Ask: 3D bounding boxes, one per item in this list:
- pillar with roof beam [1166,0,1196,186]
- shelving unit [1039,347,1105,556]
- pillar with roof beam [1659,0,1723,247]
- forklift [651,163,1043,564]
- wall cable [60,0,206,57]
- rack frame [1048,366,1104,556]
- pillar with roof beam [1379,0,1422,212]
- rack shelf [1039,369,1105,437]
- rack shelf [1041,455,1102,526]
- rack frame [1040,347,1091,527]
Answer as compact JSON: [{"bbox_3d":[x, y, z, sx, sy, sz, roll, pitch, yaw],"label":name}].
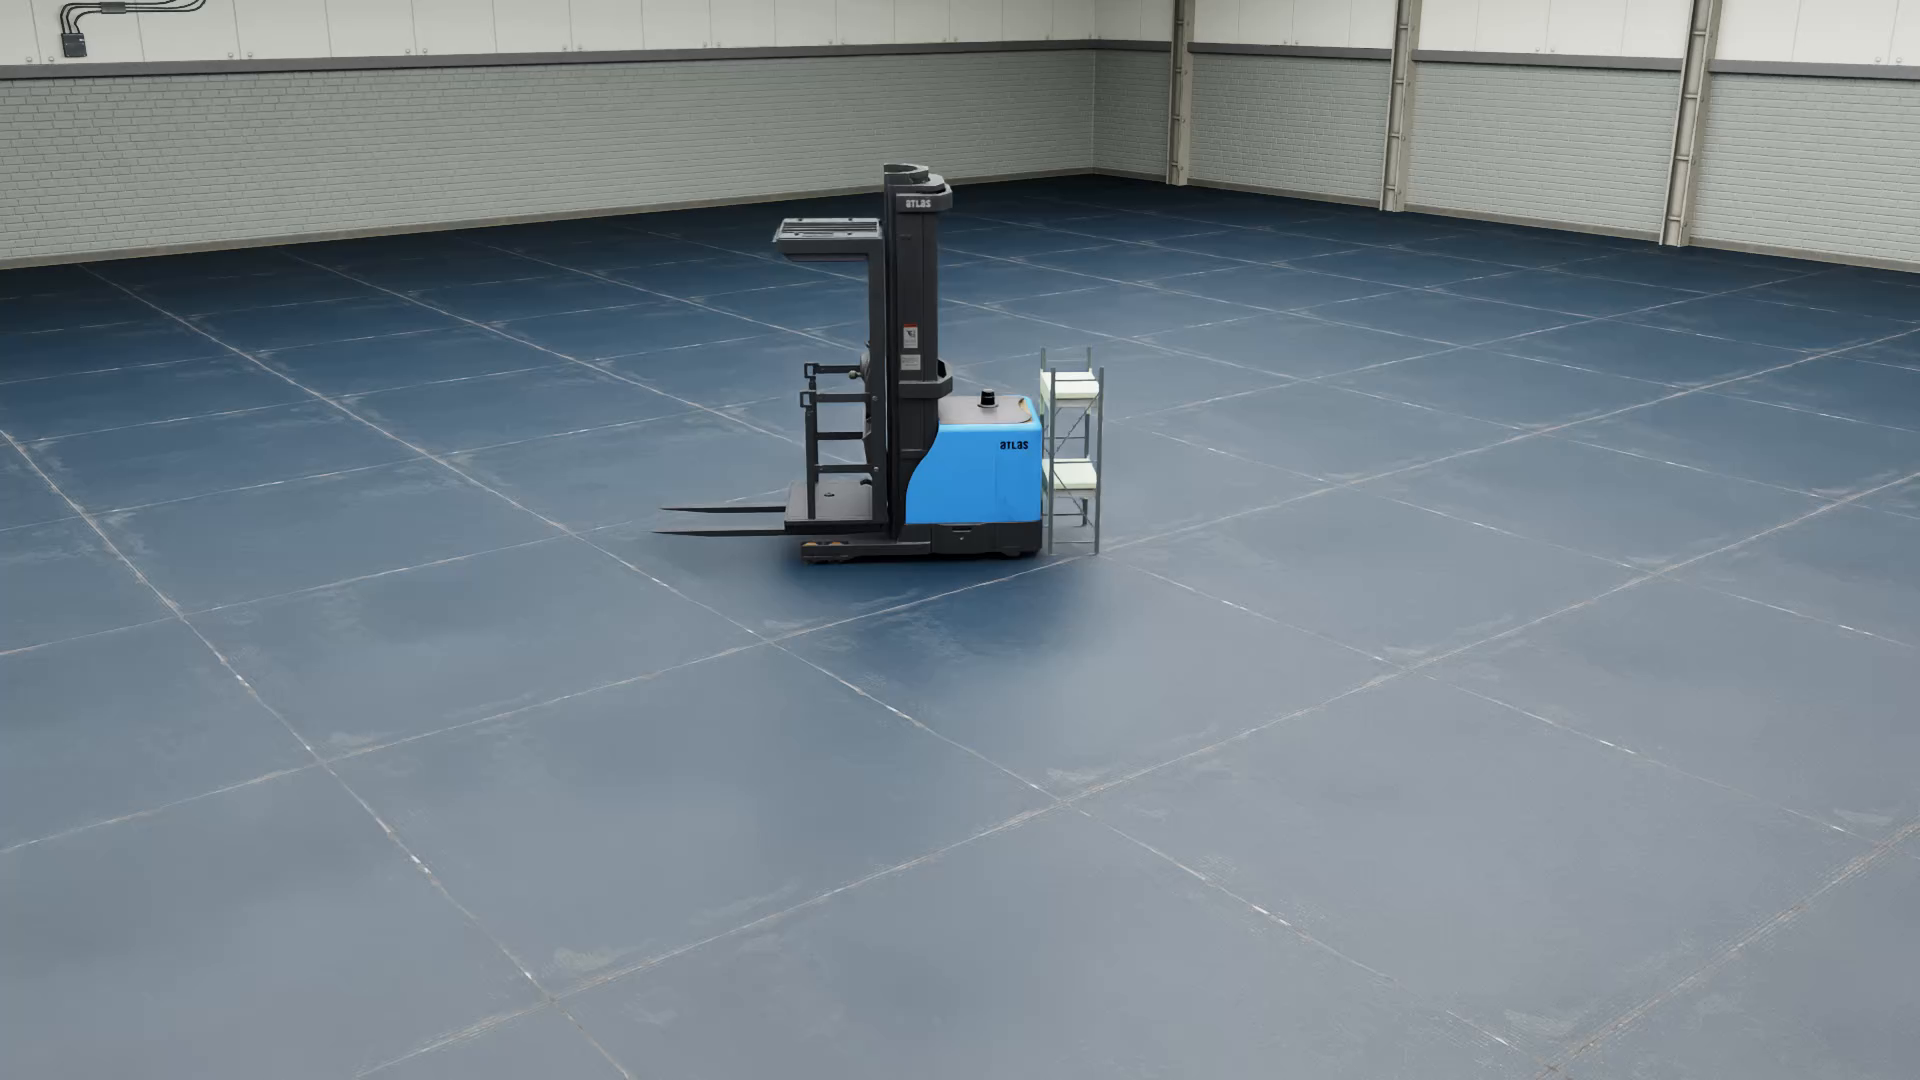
[{"bbox_3d":[1.548,-11.507,33.796,9.100,9.000,0.400,-14,23,-36],"label":"pillar with roof beam"},{"bbox_3d":[0.866,-0.708,13.113,0.431,1.500,0.755,-1,18,-3],"label":"shelving unit"},{"bbox_3d":[8.999,-8.550,24.867,9.100,9.000,0.400,-14,23,-36],"label":"pillar with roof beam"},{"bbox_3d":[-0.896,-1.376,12.854,3.031,2.935,1.130,-1,18,-3],"label":"forklift"},{"bbox_3d":[-13.111,-10.646,25.788,2.305,6.003,0.169,-14,23,-36],"label":"wall cable"},{"bbox_3d":[0.886,-0.593,12.766,0.400,1.500,0.023,-1,18,-3],"label":"rack frame"},{"bbox_3d":[5.274,-10.028,29.332,9.100,9.000,0.400,-14,23,-36],"label":"pillar with roof beam"},{"bbox_3d":[0.866,-1.078,12.991,0.431,0.370,0.720,-1,18,-3],"label":"rack shelf"},{"bbox_3d":[0.866,-0.398,13.216,0.431,0.370,0.720,-1,18,-3],"label":"rack shelf"},{"bbox_3d":[0.845,-0.822,13.460,0.400,1.500,0.023,-1,18,-3],"label":"rack frame"}]
